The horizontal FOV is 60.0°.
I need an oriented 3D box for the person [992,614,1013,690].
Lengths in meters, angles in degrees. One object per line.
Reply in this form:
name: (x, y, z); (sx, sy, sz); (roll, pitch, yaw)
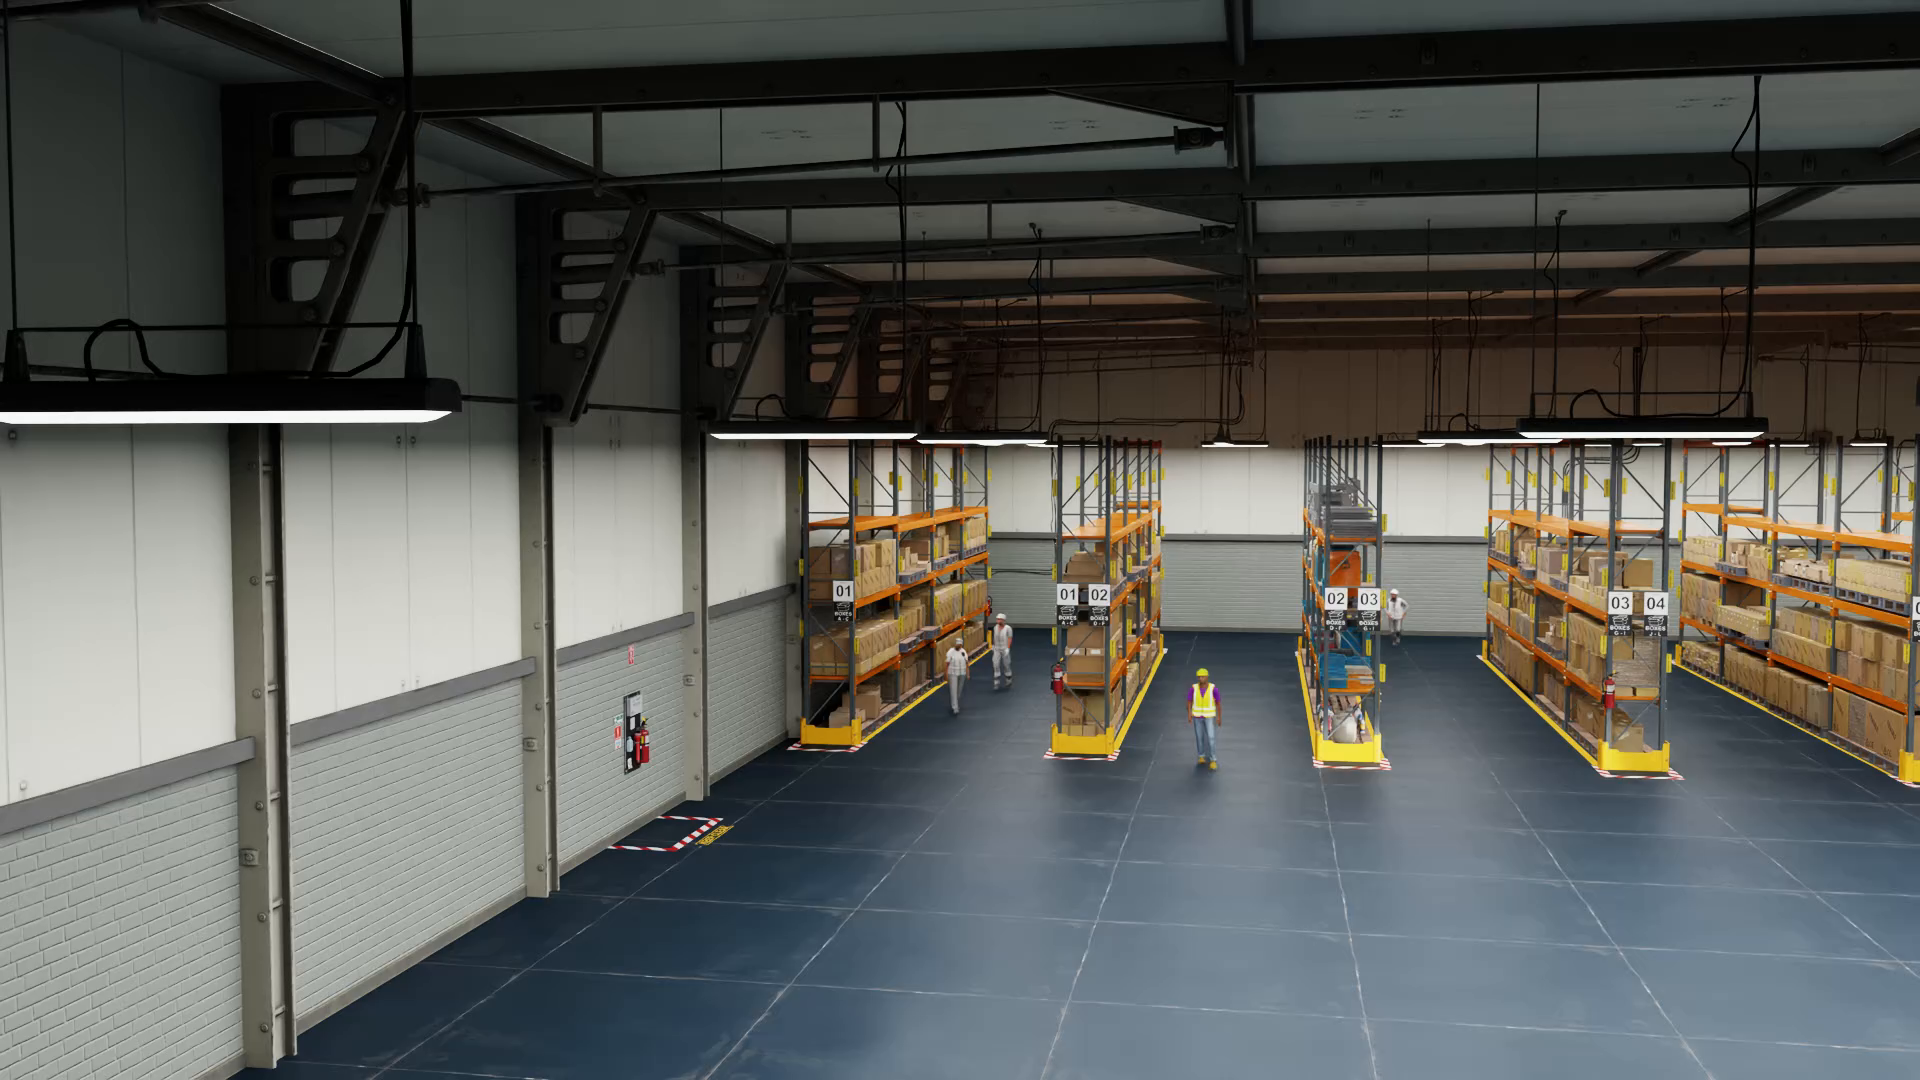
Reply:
person: (0.998, 2.691, 39.974); (0.560, 1.847, 0.700); (2, 3, 28)

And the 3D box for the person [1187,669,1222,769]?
person: (4.407, 3.203, 30.068); (0.629, 1.737, 0.808); (1, 3, 20)

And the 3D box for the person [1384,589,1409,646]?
person: (12.746, 2.226, 48.547); (0.709, 1.619, 0.704); (1, 3, 18)

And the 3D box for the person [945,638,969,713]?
person: (-0.052, 2.939, 36.204); (0.531, 1.623, 0.910); (-2, 3, -27)
